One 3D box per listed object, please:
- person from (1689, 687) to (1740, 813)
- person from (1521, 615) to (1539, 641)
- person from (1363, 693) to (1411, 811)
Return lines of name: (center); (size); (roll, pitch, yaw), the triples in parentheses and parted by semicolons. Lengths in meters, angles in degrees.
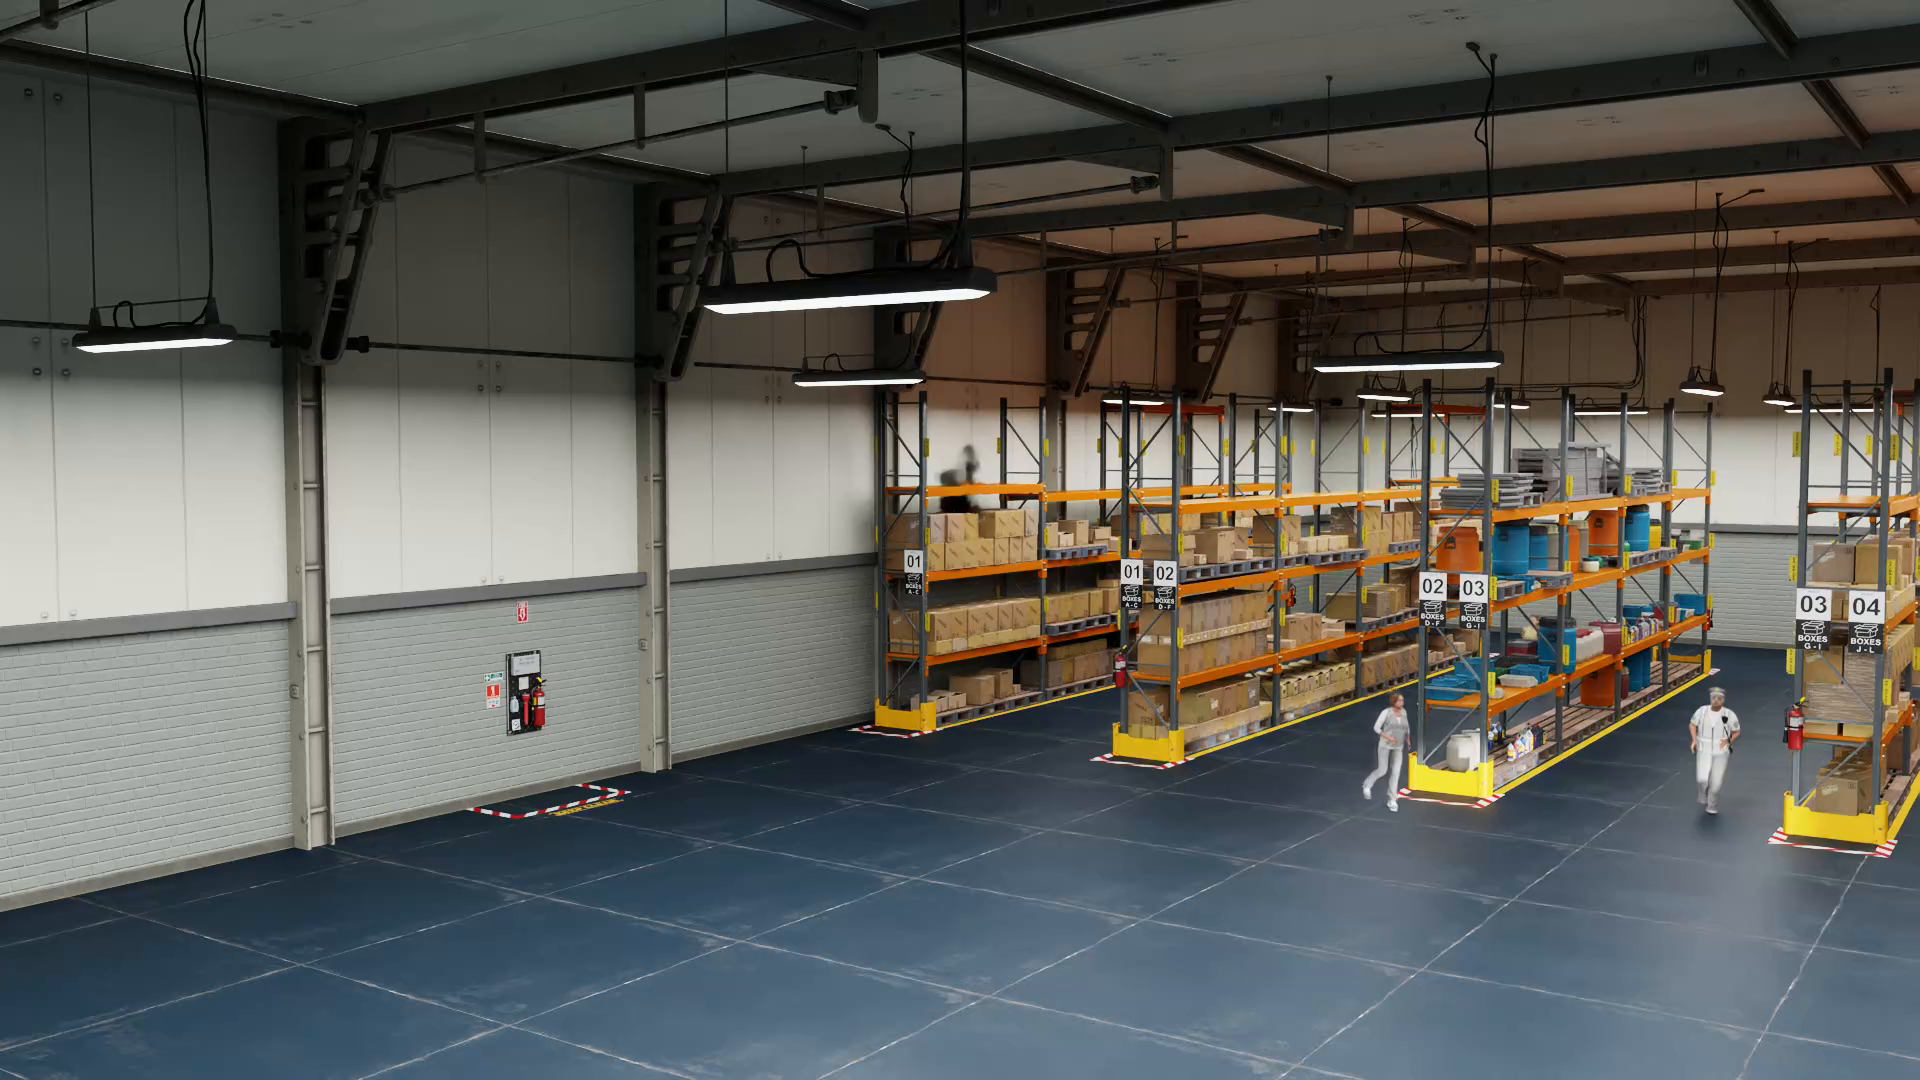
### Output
person: (10.306, 2.872, 22.753); (0.643, 1.733, 0.573); (2, 4, 28)
person: (11.413, 2.307, 33.097); (0.576, 1.652, 0.871); (2, 4, 32)
person: (6.048, 2.922, 23.258); (0.595, 1.599, 0.772); (-1, 3, -15)
